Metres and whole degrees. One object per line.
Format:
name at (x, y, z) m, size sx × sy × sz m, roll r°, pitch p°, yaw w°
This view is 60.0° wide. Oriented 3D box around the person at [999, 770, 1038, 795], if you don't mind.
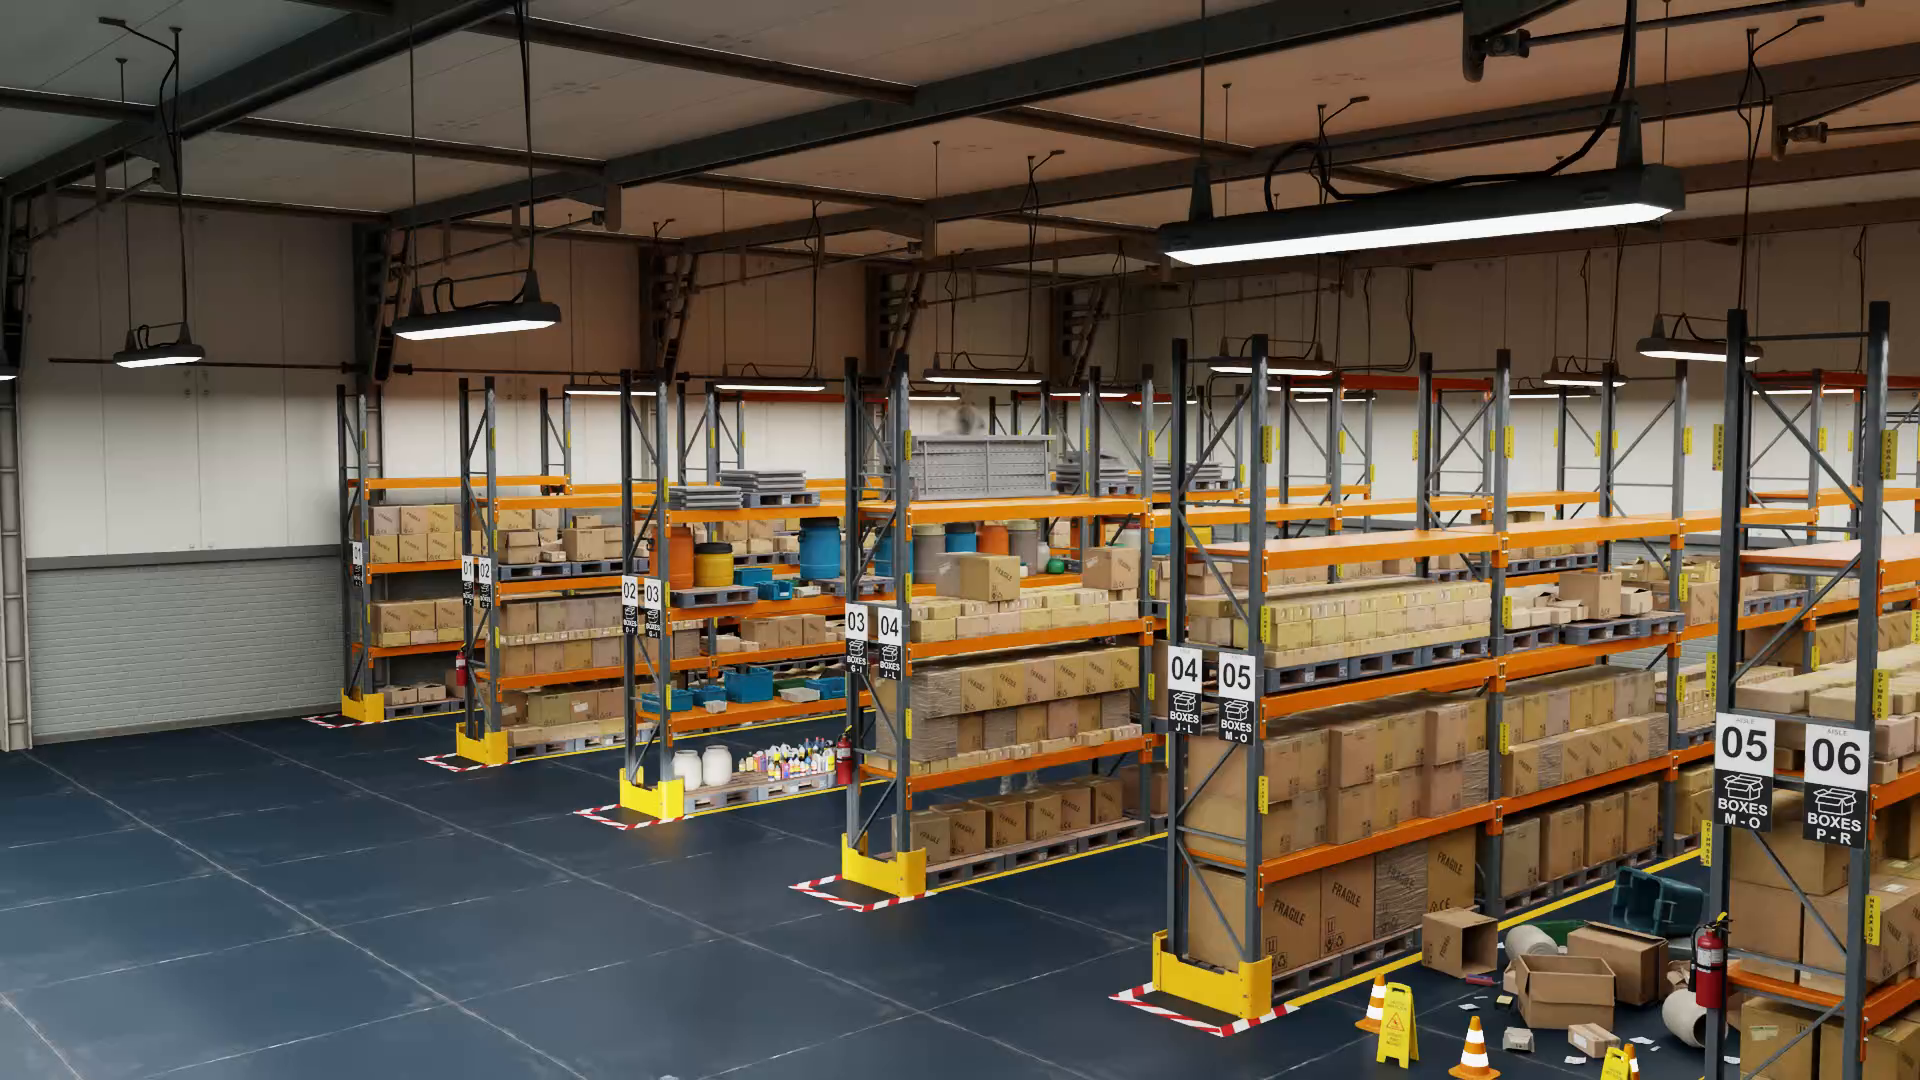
person at (0.813, 2.743, 23.463) m, size 0.664 × 1.837 × 0.784 m, roll 3°, pitch 5°, yaw 41°
